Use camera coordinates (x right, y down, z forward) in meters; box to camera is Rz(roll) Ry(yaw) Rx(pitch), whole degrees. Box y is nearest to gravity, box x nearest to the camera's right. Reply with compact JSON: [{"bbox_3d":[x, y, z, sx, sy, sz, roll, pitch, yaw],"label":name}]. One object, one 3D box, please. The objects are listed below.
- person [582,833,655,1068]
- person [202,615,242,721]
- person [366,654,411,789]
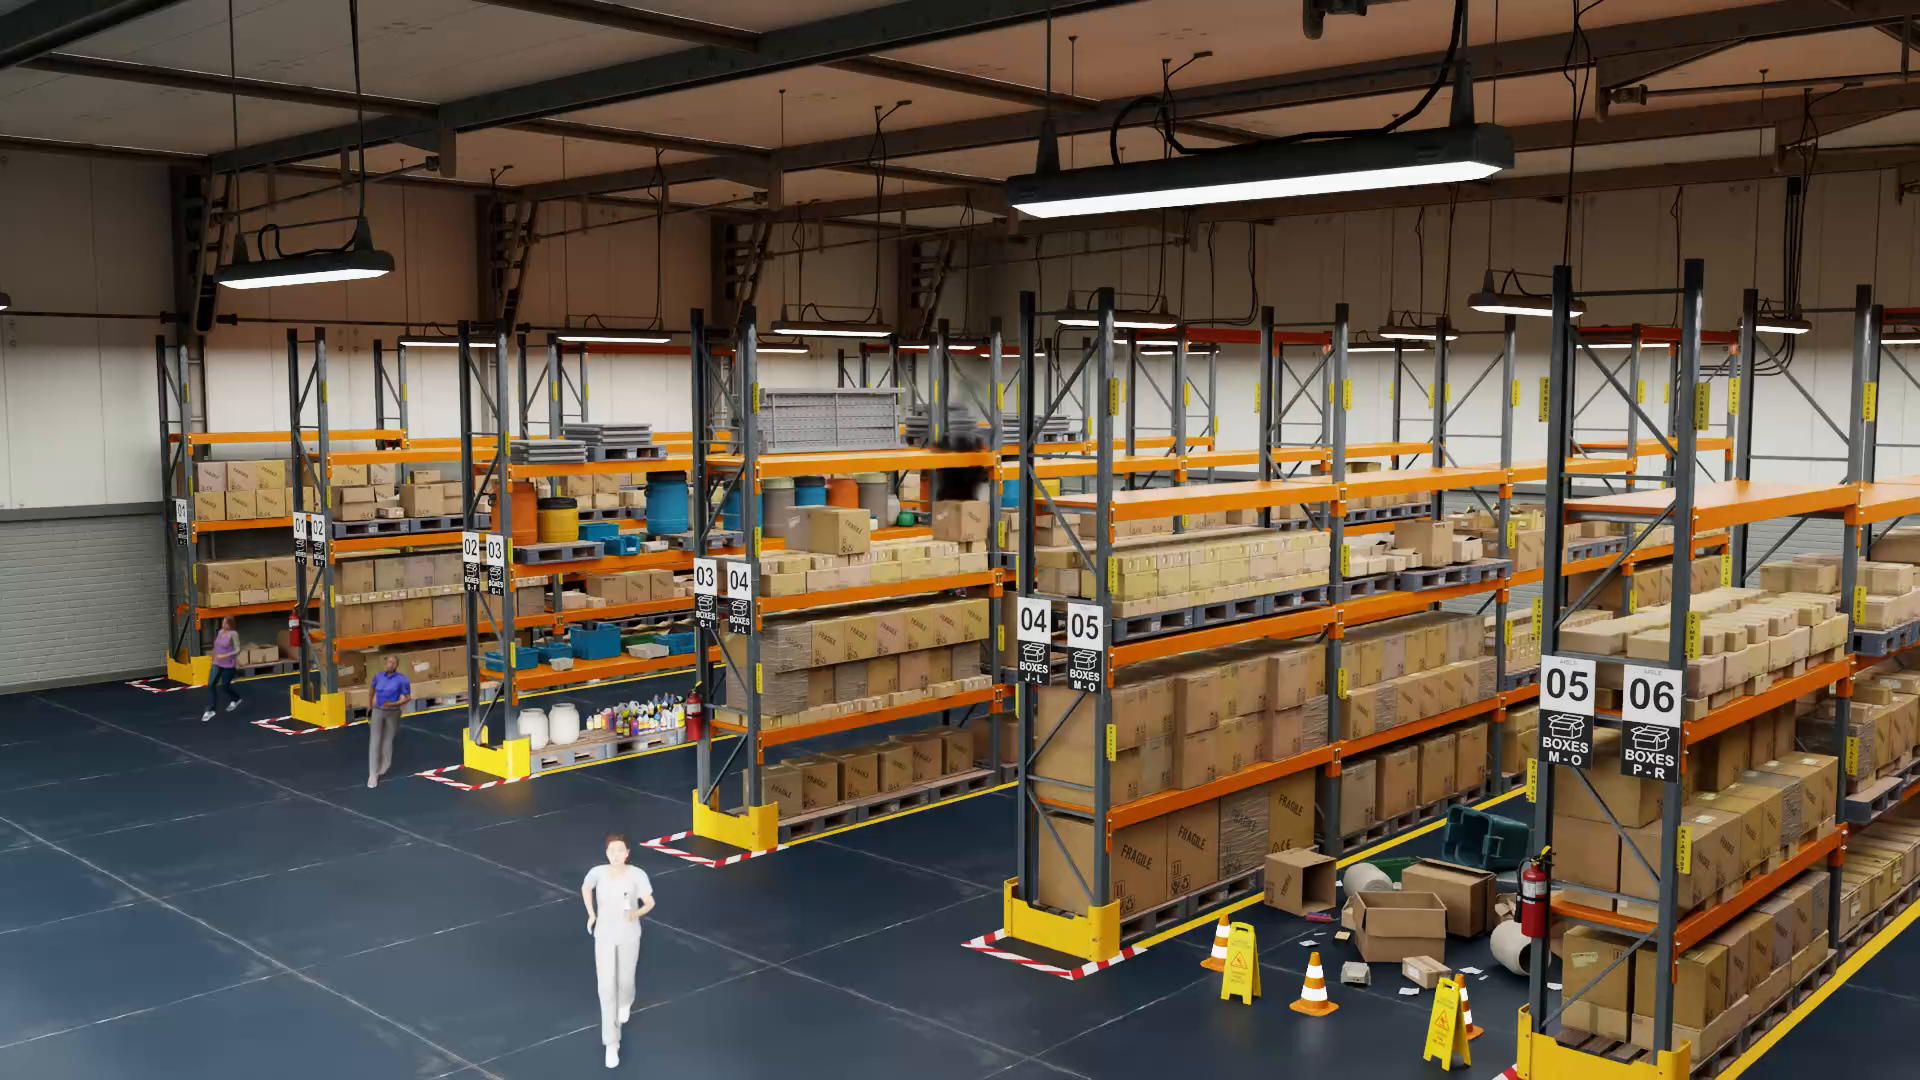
[{"bbox_3d":[-2.657,3.107,12.946,0.565,1.688,0.954,-1,5,-9],"label":"person"},{"bbox_3d":[-11.363,1.958,25.721,0.559,1.578,0.817,2,6,17],"label":"person"},{"bbox_3d":[-7.432,2.313,21.609,0.593,1.651,0.858,-1,5,-9],"label":"person"}]
